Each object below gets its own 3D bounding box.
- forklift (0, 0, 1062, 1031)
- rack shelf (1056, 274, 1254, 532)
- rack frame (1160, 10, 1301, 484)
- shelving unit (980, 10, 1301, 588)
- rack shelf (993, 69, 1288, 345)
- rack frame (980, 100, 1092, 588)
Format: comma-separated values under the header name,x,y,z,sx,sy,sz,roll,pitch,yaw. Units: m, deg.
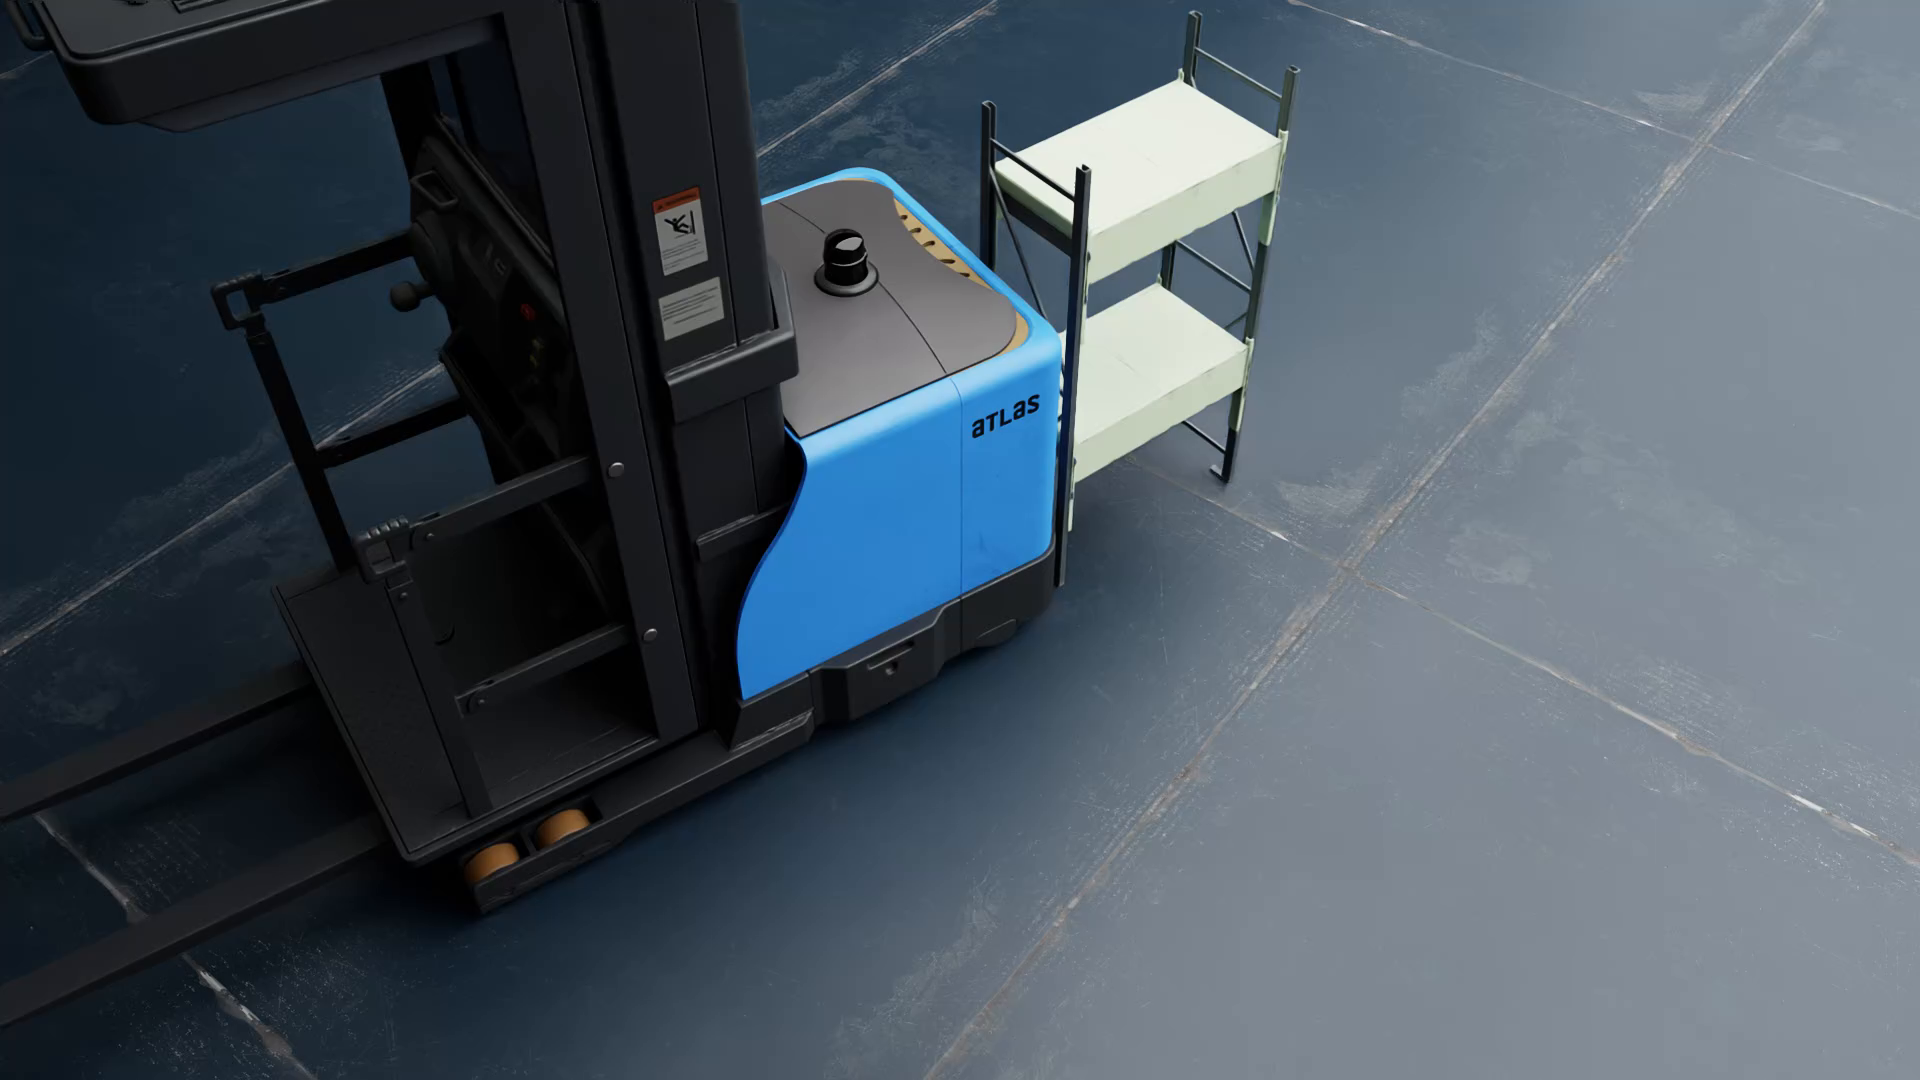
name,x,y,z,sx,sy,sz,roll,pitch,yaw
forklift,-1.235,-0.501,3.701,3.031,2.935,1.130,-25,51,-22
rack shelf,0.474,-0.429,5.073,0.720,0.370,0.431,-30,53,-26
rack frame,0.759,-0.819,4.995,0.023,1.500,0.400,-30,53,-26
shelving unit,0.474,-0.654,4.838,0.755,1.500,0.431,-30,53,-26
rack shelf,0.474,-0.924,4.555,0.720,0.370,0.431,-30,53,-26
rack frame,0.188,-0.489,4.680,0.023,1.500,0.400,-30,53,-26
